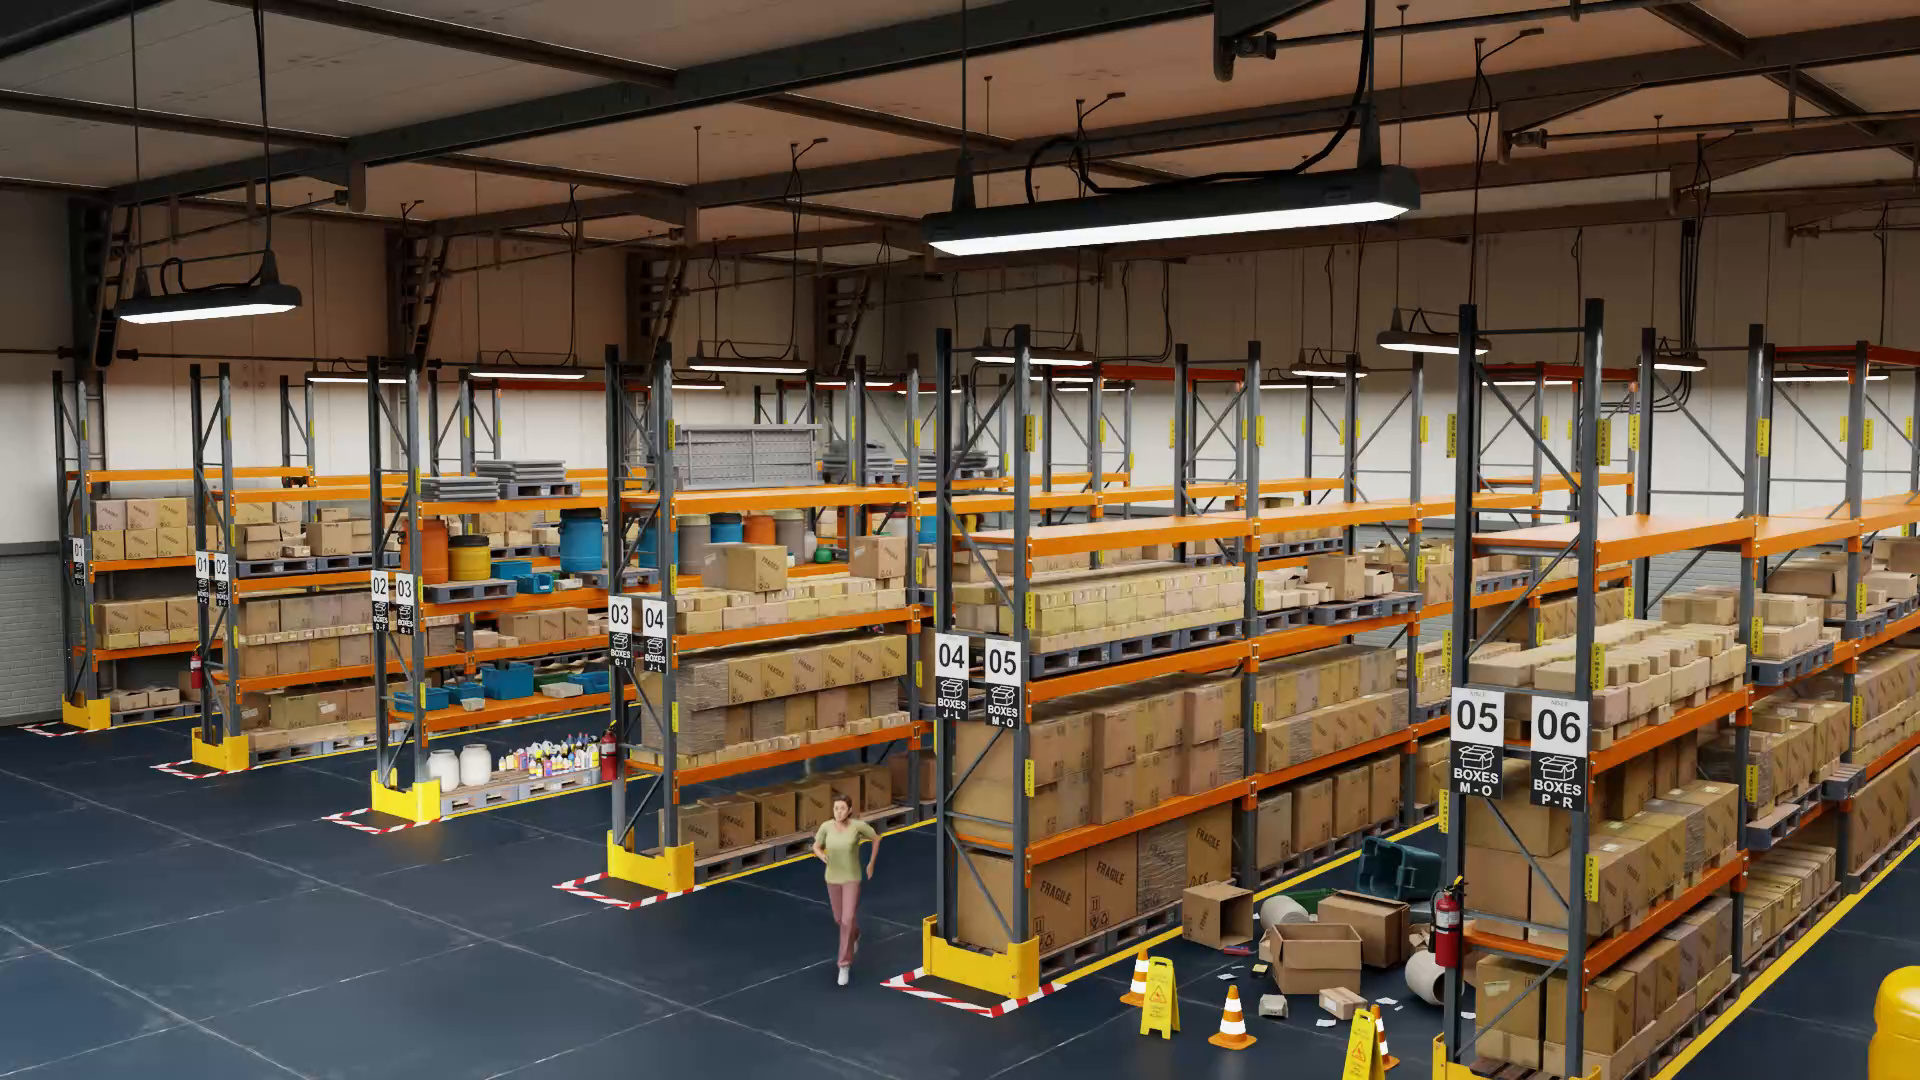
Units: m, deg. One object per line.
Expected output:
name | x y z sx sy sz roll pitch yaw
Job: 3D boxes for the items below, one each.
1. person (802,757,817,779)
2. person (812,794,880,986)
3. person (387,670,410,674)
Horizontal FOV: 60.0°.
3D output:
person | -2.156 2.582 23.729 0.647 1.736 0.597 2 4 22
person | -1.093 3.194 15.595 0.610 1.653 0.889 1 4 13
person | -9.843 2.148 29.212 0.686 1.809 0.988 2 5 29
